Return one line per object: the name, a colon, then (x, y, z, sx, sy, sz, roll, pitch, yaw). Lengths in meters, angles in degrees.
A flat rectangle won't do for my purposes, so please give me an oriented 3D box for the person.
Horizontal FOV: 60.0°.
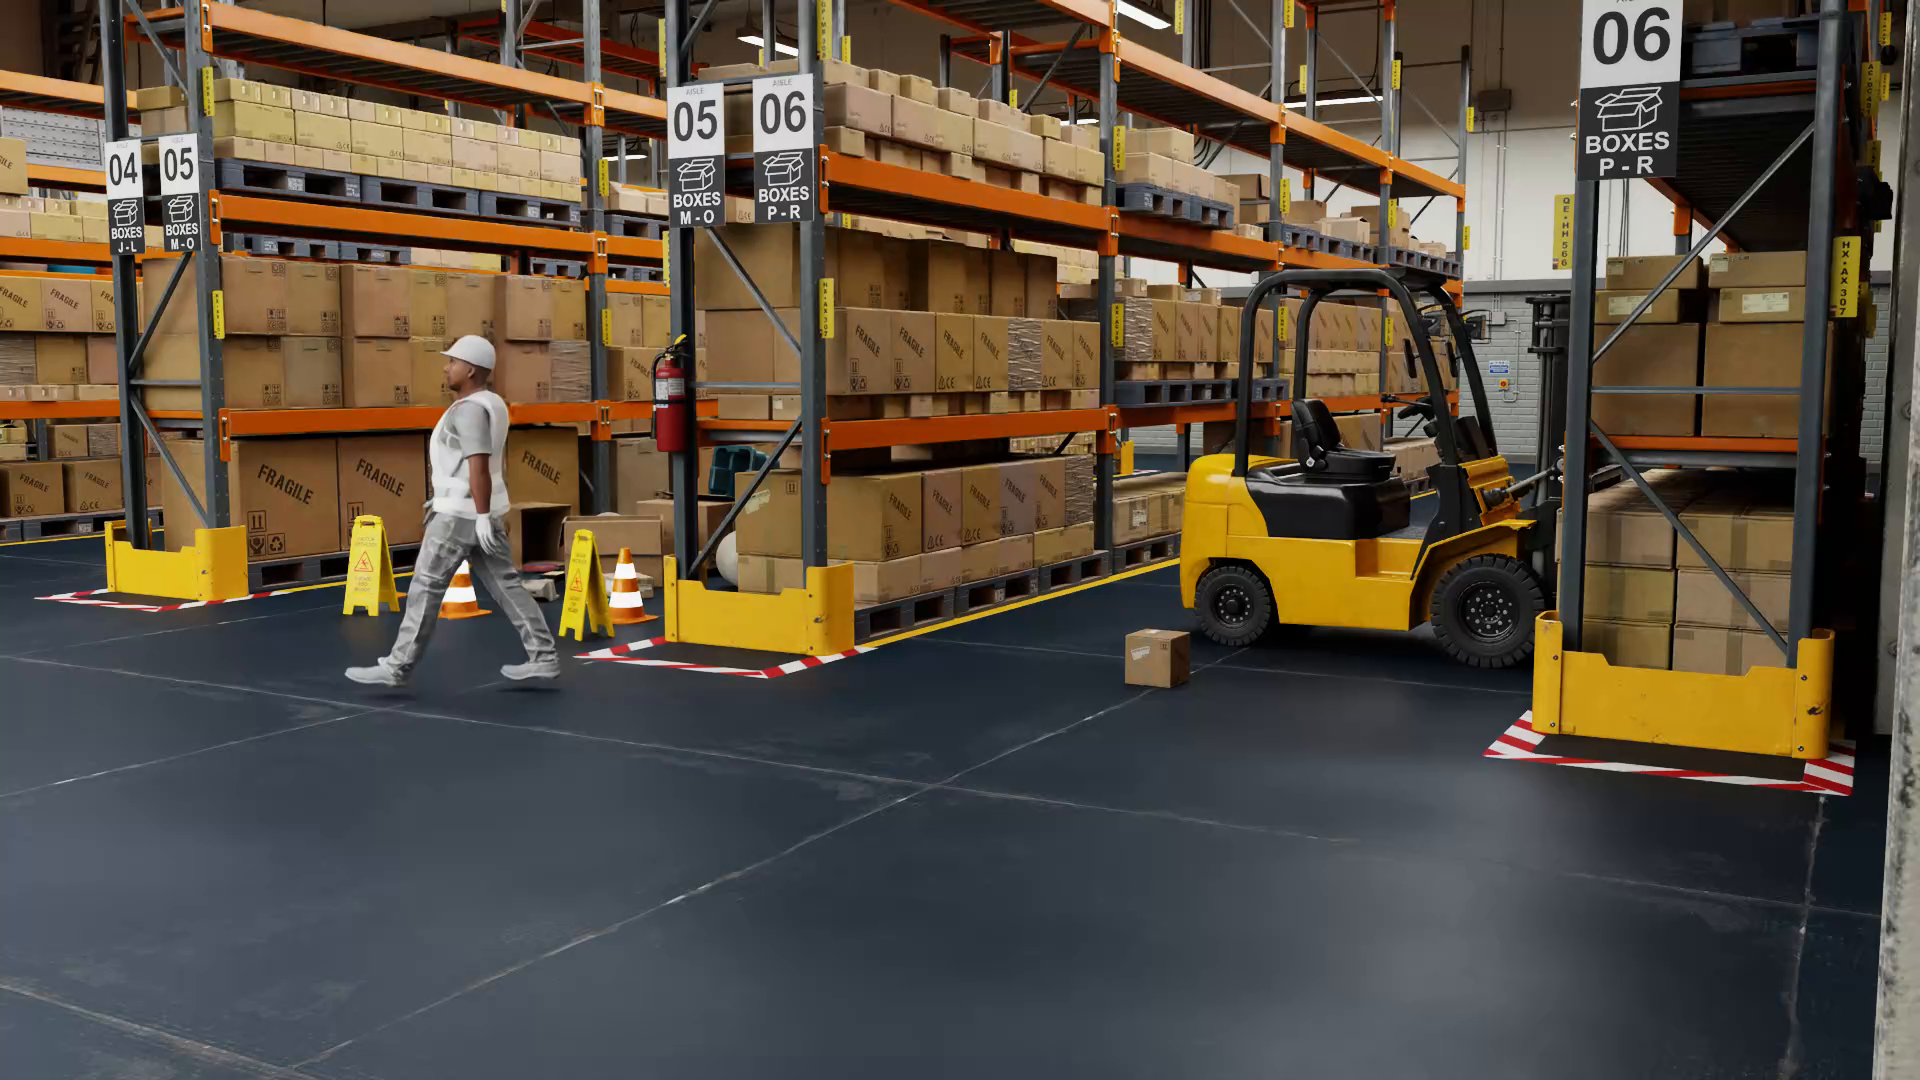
person: (-2.517, -0.145, 8.235, 1.017, 1.729, 0.557, 0, 6, 2)
